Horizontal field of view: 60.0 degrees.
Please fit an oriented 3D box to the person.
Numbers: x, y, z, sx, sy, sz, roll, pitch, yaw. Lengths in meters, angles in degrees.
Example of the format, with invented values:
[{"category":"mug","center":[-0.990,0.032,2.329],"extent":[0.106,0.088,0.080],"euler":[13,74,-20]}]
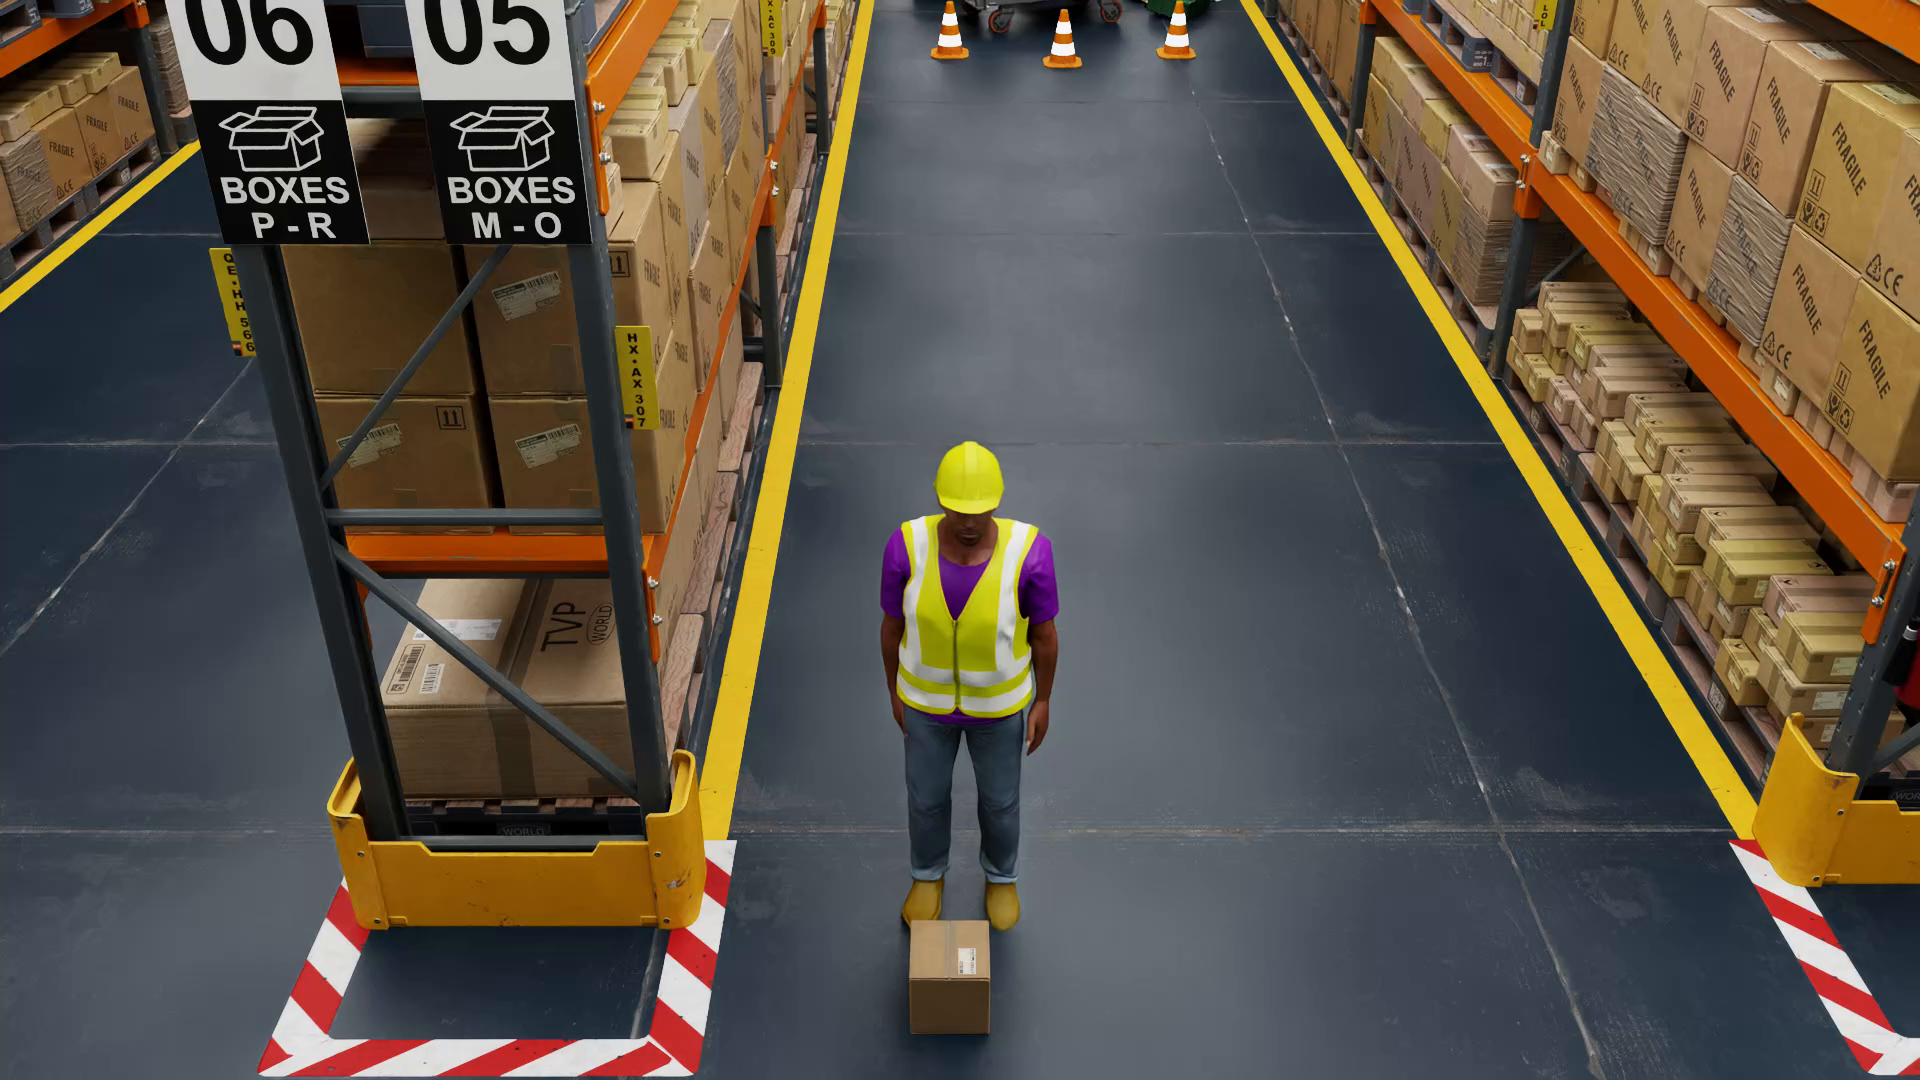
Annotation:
[{"category":"person","center":[0.023,0.507,5.304],"extent":[0.564,1.785,0.368],"euler":[4,32,6]}]
